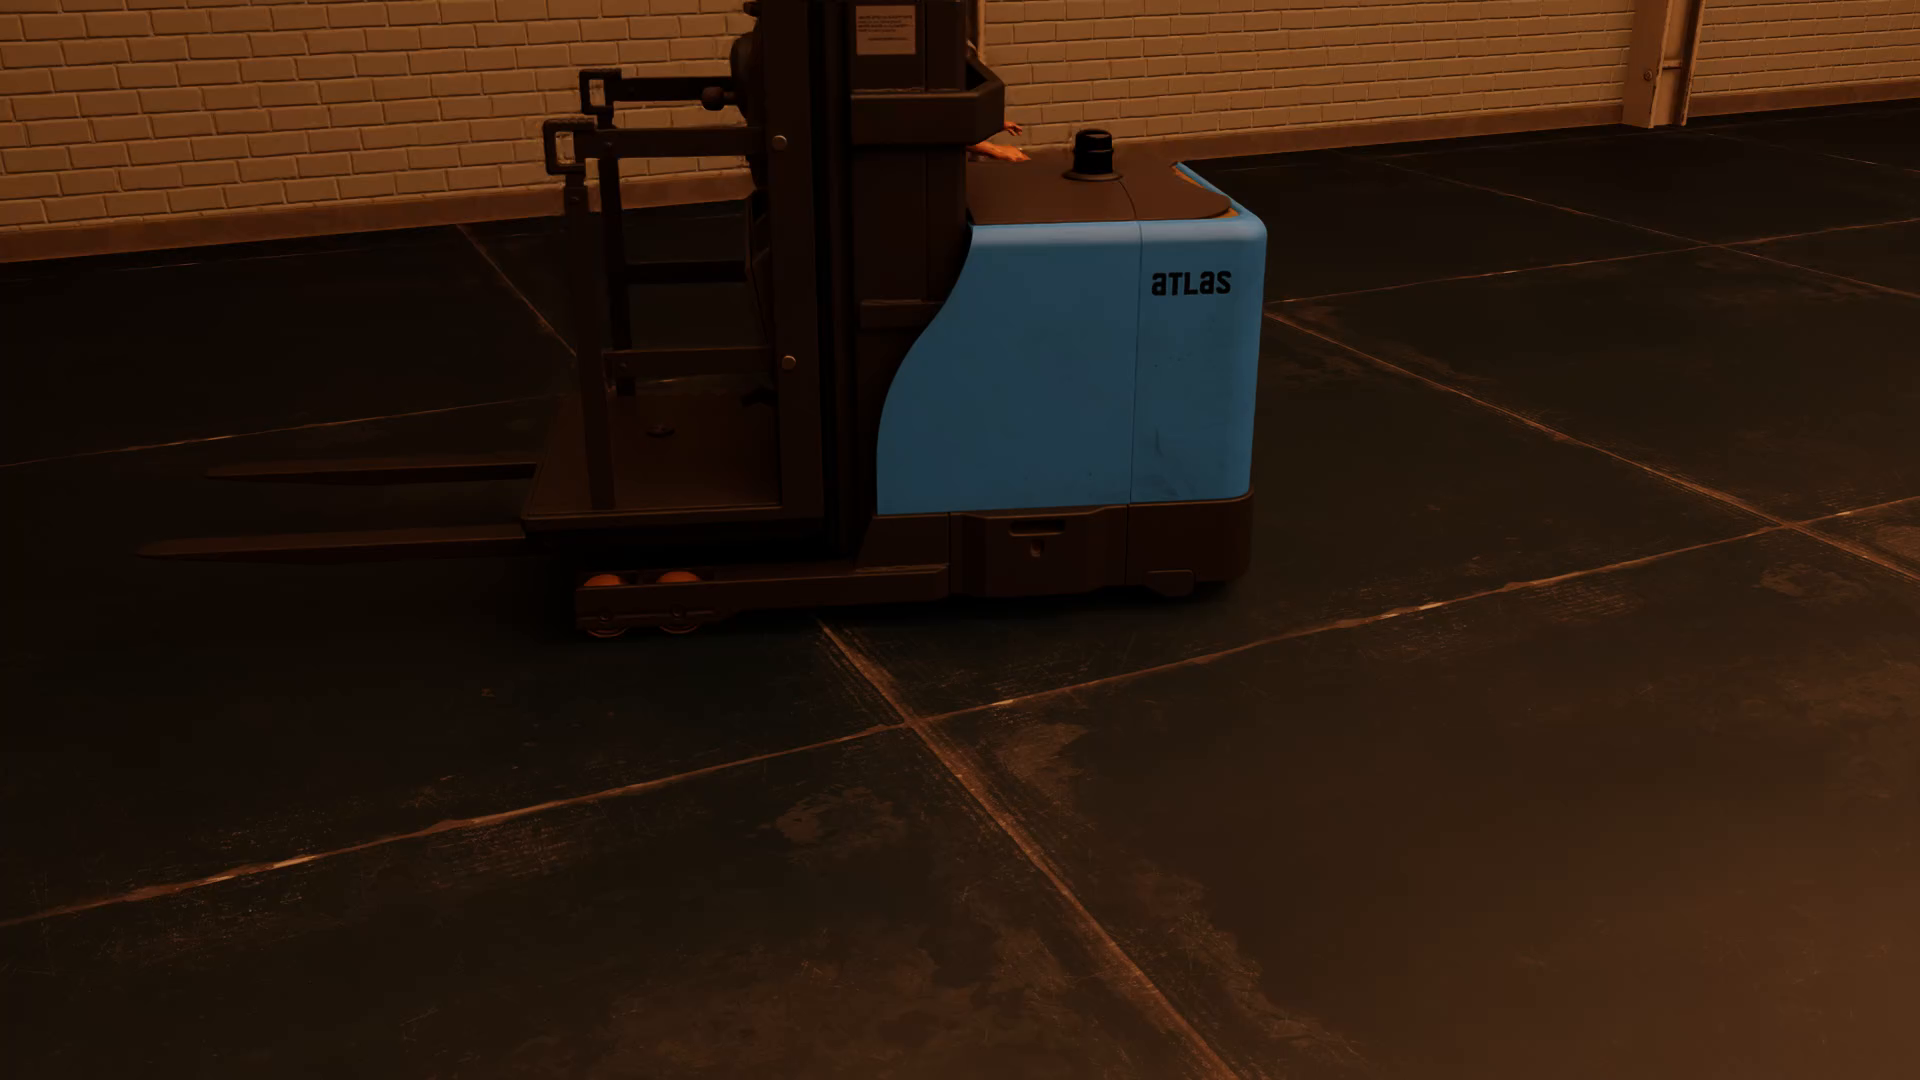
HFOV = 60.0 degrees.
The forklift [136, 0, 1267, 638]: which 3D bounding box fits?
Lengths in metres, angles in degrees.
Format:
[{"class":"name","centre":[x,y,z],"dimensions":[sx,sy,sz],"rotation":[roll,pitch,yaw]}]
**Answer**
[{"class":"forklift","centre":[-0.734,-1.306,4.429],"dimensions":[3.031,2.935,1.130],"rotation":[-3,23,-6]}]

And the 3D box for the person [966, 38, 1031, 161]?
[{"class":"person","centre":[-0.022,-1.258,6.293],"dimensions":[0.981,1.442,0.899],"rotation":[-20,30,-40]}]
